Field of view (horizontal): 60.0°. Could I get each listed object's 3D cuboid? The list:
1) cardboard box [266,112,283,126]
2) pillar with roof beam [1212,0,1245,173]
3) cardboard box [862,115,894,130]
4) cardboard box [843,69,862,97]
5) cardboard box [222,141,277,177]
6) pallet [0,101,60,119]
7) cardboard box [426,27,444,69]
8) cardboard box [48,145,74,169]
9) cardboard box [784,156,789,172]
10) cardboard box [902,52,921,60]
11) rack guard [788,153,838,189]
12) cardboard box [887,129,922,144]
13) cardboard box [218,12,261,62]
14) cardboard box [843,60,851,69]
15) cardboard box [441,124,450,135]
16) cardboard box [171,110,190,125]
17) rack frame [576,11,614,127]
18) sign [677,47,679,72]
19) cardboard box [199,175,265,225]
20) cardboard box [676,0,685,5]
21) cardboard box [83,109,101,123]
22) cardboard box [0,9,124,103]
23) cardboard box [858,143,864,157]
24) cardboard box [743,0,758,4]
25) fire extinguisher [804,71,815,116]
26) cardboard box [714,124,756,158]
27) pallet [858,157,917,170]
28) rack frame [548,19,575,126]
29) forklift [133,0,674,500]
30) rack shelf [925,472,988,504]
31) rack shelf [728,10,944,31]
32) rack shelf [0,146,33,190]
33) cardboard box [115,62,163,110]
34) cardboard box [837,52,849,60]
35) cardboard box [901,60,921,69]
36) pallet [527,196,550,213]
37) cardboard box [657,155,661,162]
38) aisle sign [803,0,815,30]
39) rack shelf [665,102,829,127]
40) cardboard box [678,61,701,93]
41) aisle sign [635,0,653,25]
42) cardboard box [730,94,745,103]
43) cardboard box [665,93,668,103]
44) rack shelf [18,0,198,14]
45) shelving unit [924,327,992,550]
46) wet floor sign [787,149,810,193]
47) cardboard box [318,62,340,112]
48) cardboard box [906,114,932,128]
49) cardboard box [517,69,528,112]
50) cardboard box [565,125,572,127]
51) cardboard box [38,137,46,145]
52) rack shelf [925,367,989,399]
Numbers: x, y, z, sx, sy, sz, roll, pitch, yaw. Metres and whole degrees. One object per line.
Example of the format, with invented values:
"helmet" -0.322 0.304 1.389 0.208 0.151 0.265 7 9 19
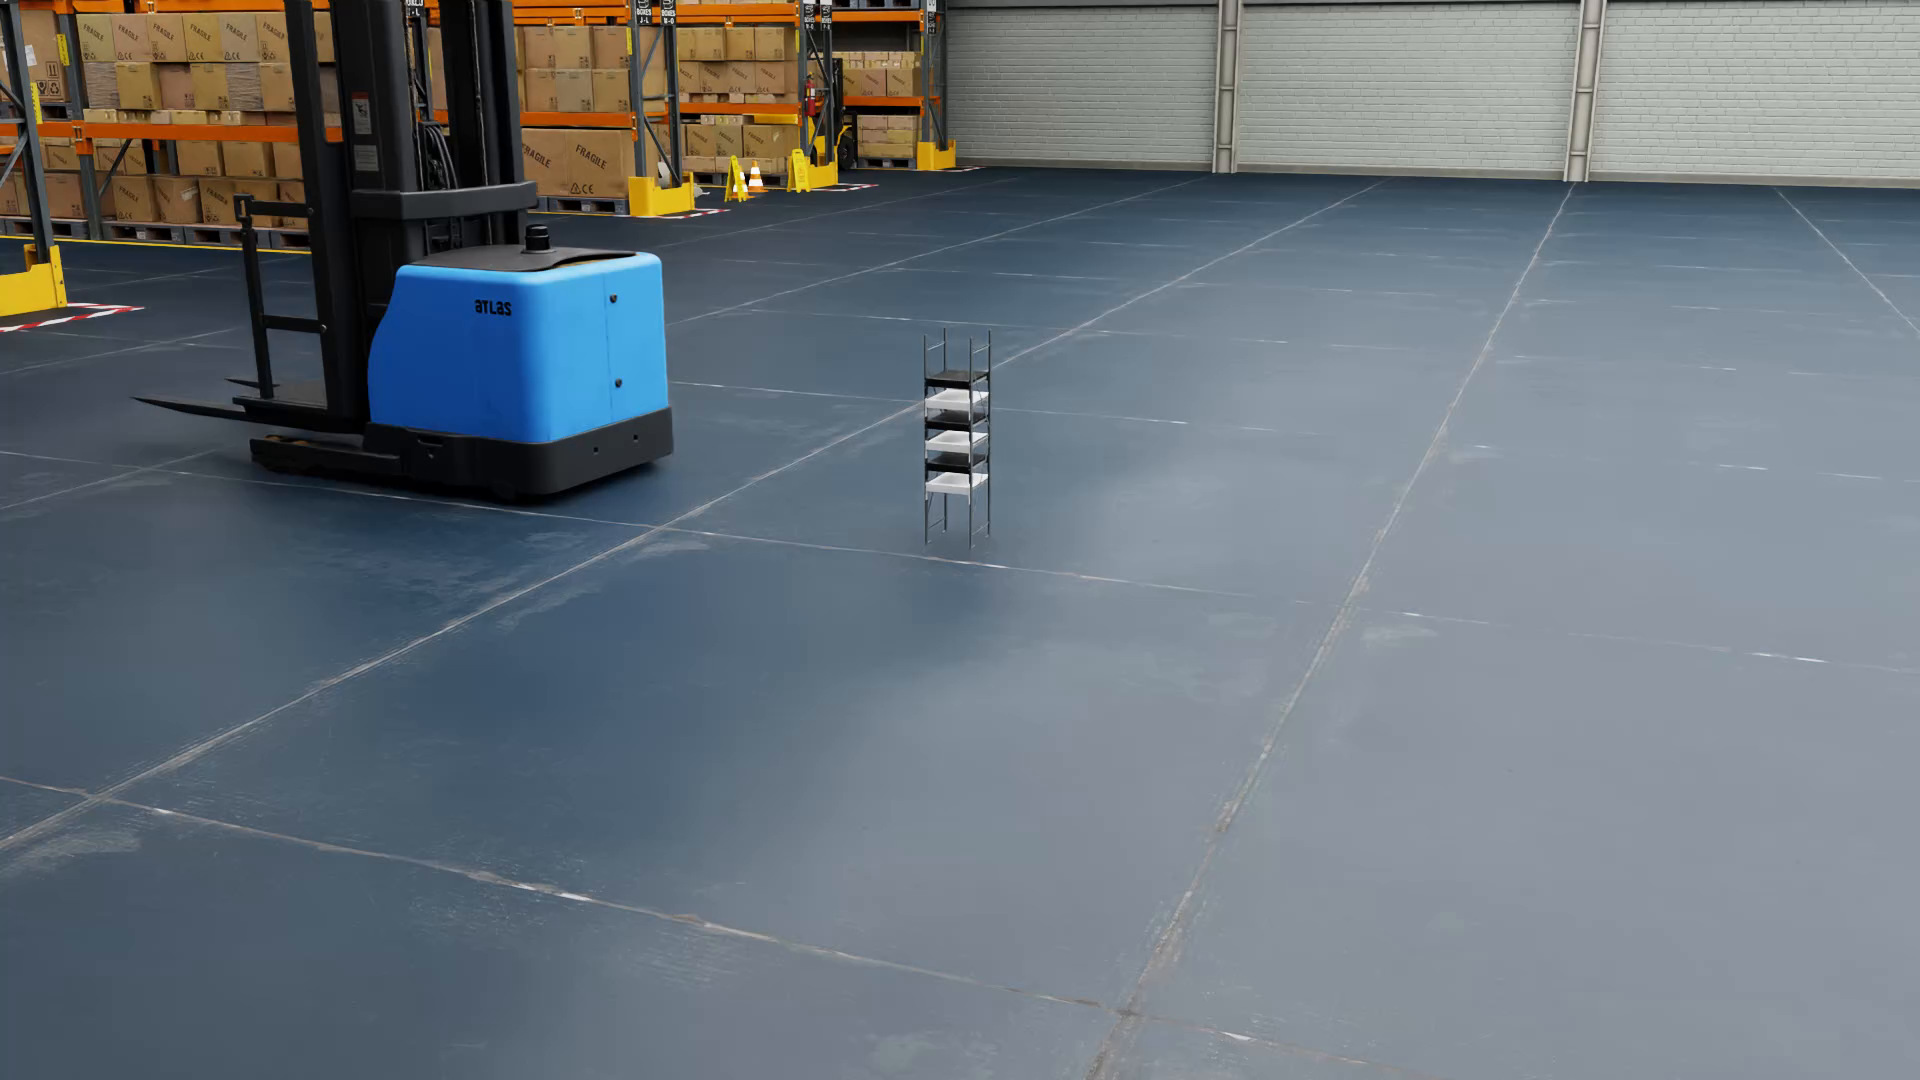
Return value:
"cardboard box" -7.189 -4.518 17.807 0.250 0.149 0.380 6 17 21
"pillar with roof beam" 3.219 -9.873 25.041 0.400 9.000 9.100 6 17 21
"cardboard box" -1.486 -7.795 31.031 0.500 0.250 0.500 7 17 22
"cardboard box" -1.977 -8.555 31.083 0.500 0.500 0.500 6 17 20
"cardboard box" -10.100 -5.601 24.367 0.750 0.750 1.050 7 17 21
"pallet" -11.506 -5.094 19.683 1.213 0.211 1.003 6 17 21
"cardboard box" -6.843 -6.762 22.881 0.550 0.550 0.875 6 17 21
"cardboard box" -13.594 -5.816 25.557 0.500 0.500 0.500 7 17 22
"cardboard box" -2.933 -6.165 27.207 0.500 0.250 0.500 6 17 20
"cardboard box" -0.877 -8.901 30.579 0.250 0.149 0.380 6 17 21
"rack guard" -2.355 -5.937 26.726 0.348 0.500 1.175 6 17 21
"cardboard box" -1.034 -7.507 30.934 0.500 0.250 0.500 6 17 20
"cardboard box" -7.454 -5.324 17.626 0.500 0.500 0.500 6 17 21
"cardboard box" -2.094 -8.864 30.985 0.250 0.149 0.380 6 17 21
"cardboard box" -7.168 -5.343 23.256 0.875 0.875 0.875 7 17 21
"cardboard box" -8.380 -4.626 18.179 0.250 0.149 0.380 6 17 21
"rack frame" -6.005 -7.539 27.761 0.127 3.000 1.000 6 17 21
"sign" -3.797 -6.432 22.255 0.005 0.325 0.100 6 17 21
"cardboard box" -8.142 -3.819 18.677 0.500 0.500 0.500 5 17 16
"cardboard box" -4.369 -8.605 26.503 0.250 0.149 0.380 6 17 21
"cardboard box" -9.552 -4.748 18.598 0.250 0.149 0.380 6 17 21
"cardboard box" -10.329 -5.576 19.170 1.000 1.000 1.000 6 17 21
"cardboard box" -1.941 -7.371 31.363 0.500 0.250 0.500 6 17 21
"cardboard box" -3.197 -8.466 26.026 0.250 0.149 0.380 7 18 22
"fire extinguisher" -2.347 -6.961 25.910 0.183 0.674 0.296 6 17 21
"cardboard box" -3.612 -6.438 26.802 0.500 0.500 0.500 7 18 23
"pallet" -1.193 -7.145 31.408 1.213 0.211 1.003 6 17 21
"rack frame" -7.908 -9.235 33.606 0.127 3.000 1.000 6 17 21
"forklift" -3.004 -1.859 8.322 3.031 2.935 1.130 8 18 26
"rack shelf" -0.008 -0.228 7.111 0.200 0.077 0.258 6 17 21
"rack shelf" -2.327 -9.717 31.174 4.000 0.370 1.077 6 17 21
"rack shelf" -9.598 -3.134 13.878 4.000 0.370 1.077 6 17 21
"cardboard box" -8.793 -5.037 18.431 0.500 0.500 0.875 6 17 21
"cardboard box" -2.101 -9.006 30.939 0.250 0.149 0.380 7 17 22
"cardboard box" -0.892 -8.739 30.554 0.250 0.149 0.380 7 17 21
"pallet" -5.910 -4.683 22.925 1.213 0.211 1.003 6 17 21
"cardboard box" -5.055 -6.238 27.458 0.500 0.250 0.500 7 18 24
"aisle sign" -2.333 -8.296 25.708 0.004 0.787 0.394 6 17 21
"rack shelf" -4.145 -6.988 27.156 4.000 0.370 1.077 6 17 21
"cardboard box" -4.283 -7.466 26.796 0.500 0.500 0.500 6 17 21
"aisle sign" -4.051 -6.999 21.238 0.004 0.787 0.394 6 17 21
"cardboard box" -3.468 -7.039 26.490 0.250 0.149 0.380 7 17 22
"cardboard box" -4.643 -7.169 26.939 0.250 0.149 0.380 6 17 21
"rack shelf" -13.309 -7.953 25.099 4.000 0.370 1.077 6 17 21
"shelving unit" -0.008 -0.433 7.051 0.210 0.900 0.258 6 17 21
"wet floor sign" -2.500 -5.702 25.657 0.232 0.644 0.267 14 21 40
"cardboard box" -6.422 -4.813 17.661 0.500 0.500 0.875 6 17 21
"cardboard box" -0.844 -7.877 31.311 0.500 0.250 0.500 6 17 20
"cardboard box" -5.871 -6.117 22.596 0.500 0.550 0.875 6 17 21
"cardboard box" -8.198 -8.353 34.295 0.500 0.500 0.500 7 18 23
"cardboard box" -14.083 -6.226 25.625 0.500 0.250 0.500 7 18 22
"rack shelf" -0.008 -0.660 6.985 0.200 0.077 0.258 6 17 21
